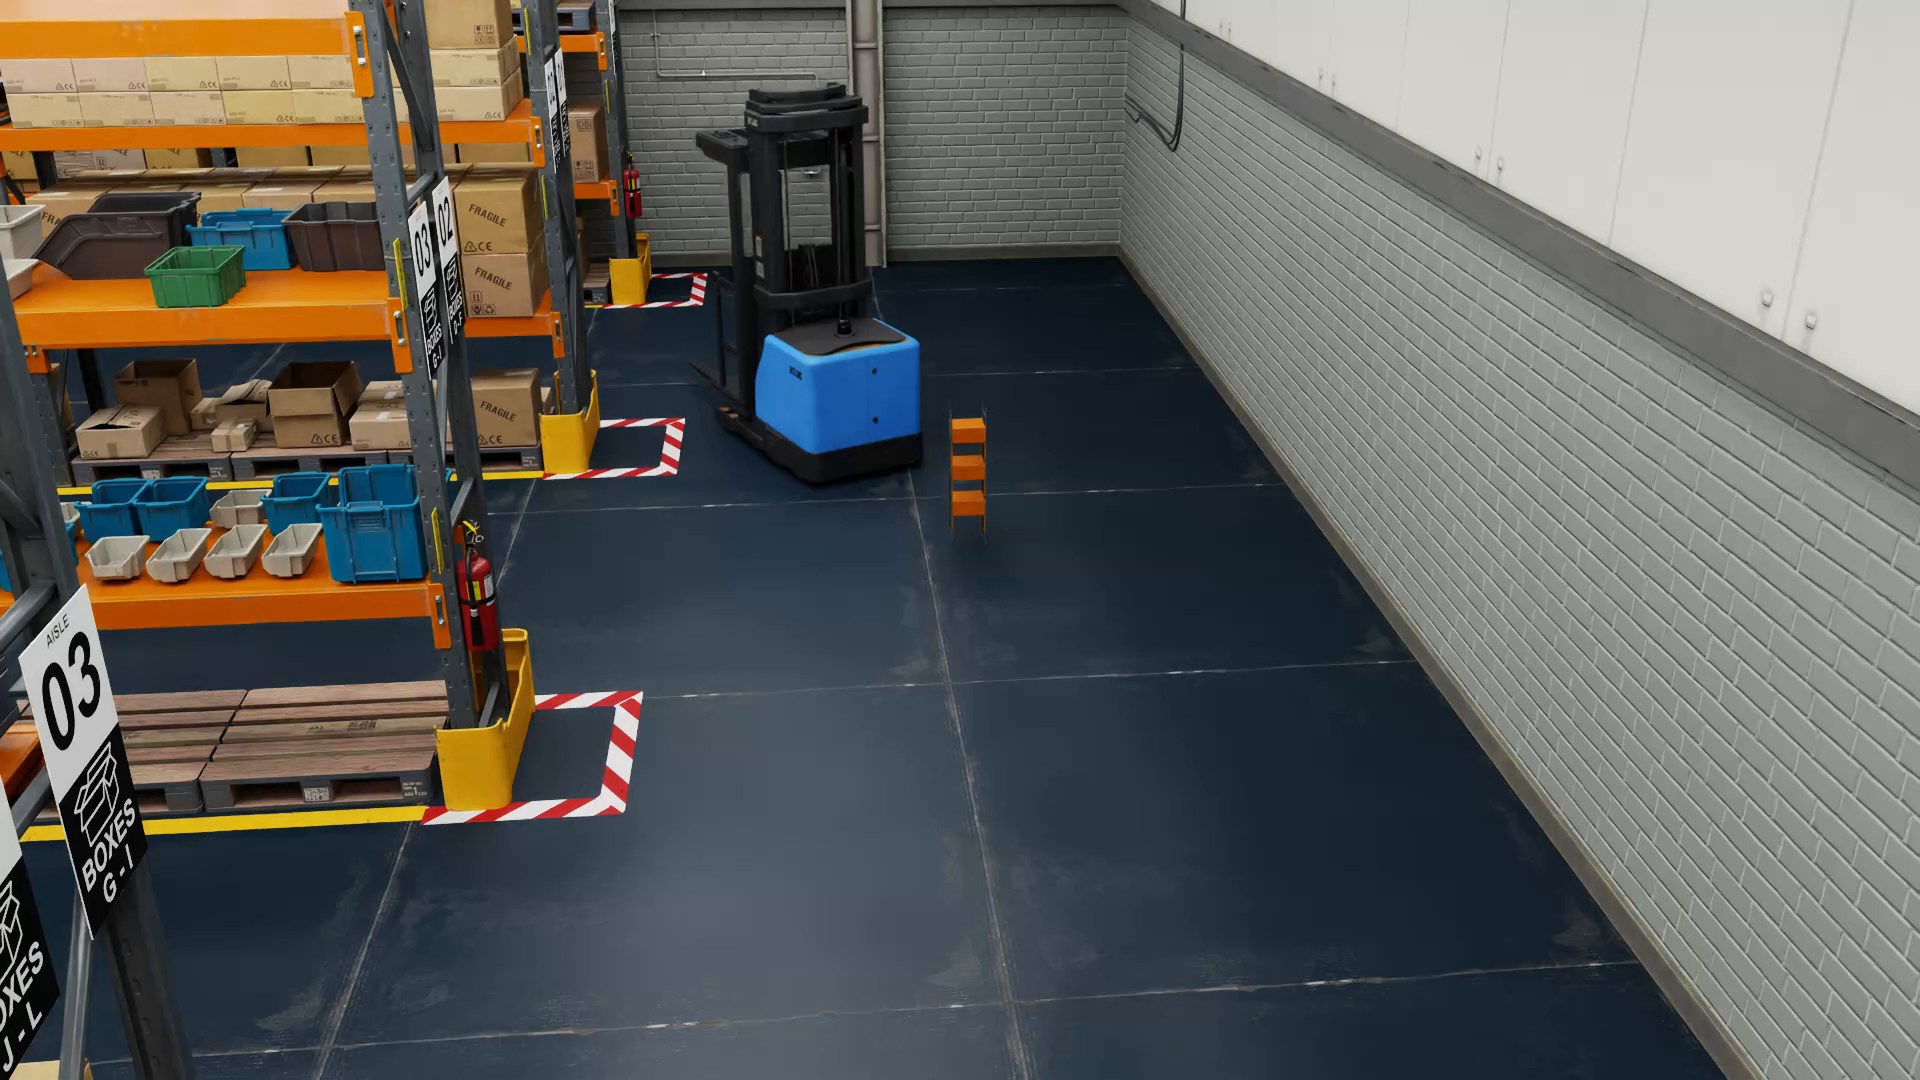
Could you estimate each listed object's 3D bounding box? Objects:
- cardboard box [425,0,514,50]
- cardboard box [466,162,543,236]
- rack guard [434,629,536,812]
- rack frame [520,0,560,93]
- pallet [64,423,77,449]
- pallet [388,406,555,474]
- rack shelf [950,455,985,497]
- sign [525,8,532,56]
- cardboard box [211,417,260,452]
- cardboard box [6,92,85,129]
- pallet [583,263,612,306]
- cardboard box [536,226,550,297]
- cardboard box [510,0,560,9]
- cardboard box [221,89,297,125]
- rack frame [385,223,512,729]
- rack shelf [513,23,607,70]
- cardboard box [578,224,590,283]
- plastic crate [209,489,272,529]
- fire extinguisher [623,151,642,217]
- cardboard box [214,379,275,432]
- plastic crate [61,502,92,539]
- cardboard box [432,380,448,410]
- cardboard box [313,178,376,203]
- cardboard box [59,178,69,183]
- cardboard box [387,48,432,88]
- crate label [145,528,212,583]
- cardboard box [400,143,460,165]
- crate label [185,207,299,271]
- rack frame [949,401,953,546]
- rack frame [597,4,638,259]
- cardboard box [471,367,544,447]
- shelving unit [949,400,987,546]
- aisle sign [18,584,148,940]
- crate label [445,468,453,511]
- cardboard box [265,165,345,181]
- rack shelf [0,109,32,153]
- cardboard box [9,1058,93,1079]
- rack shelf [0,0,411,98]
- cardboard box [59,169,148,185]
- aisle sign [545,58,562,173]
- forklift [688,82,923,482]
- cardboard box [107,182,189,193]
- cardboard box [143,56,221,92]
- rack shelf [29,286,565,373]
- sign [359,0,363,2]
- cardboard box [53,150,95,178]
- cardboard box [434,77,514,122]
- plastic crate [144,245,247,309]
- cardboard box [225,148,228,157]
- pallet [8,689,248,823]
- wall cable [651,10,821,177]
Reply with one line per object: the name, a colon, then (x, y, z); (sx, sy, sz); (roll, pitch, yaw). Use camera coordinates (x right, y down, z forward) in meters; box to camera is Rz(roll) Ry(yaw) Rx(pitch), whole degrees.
cardboard box: (-3.682, -3.991, 12.488); (0.500, 0.500, 0.700); (-2, 24, -5)
cardboard box: (-3.640, -2.736, 13.358); (0.500, 0.500, 0.500); (-2, 24, -4)
rack guard: (-2.667, 0.994, 9.398); (0.348, 0.500, 1.175); (-2, 24, -5)
rack frame: (-3.173, -4.886, 12.163); (0.127, 3.000, 1.000); (-2, 24, -5)
pallet: (-7.959, -0.663, 13.481); (1.213, 0.211, 1.003); (-2, 24, -5)
pallet: (-4.042, -0.835, 13.869); (1.213, 0.211, 1.003); (-2, 24, -5)
rack shelf: (0.053, -0.472, 12.046); (0.240, 0.259, 0.215); (-2, 24, -5)
sign: (-3.138, -3.695, 12.086); (0.005, 0.325, 0.100); (-2, 24, -5)
cardboard box: (-5.855, -0.859, 13.436); (0.250, 0.166, 0.380); (-2, 24, -5)
cardboard box: (-6.645, -3.206, 12.262); (0.500, 0.250, 0.500); (-2, 24, -5)
pallet: (-4.451, -2.809, 18.309); (1.213, 0.211, 1.003); (-2, 24, -5)
cardboard box: (-3.640, -2.279, 13.561); (0.500, 0.500, 0.500); (-2, 24, -4)
cardboard box: (-4.366, -5.550, 16.894); (0.500, 0.250, 0.500); (-2, 24, -4)
cardboard box: (-5.152, -3.265, 12.395); (0.500, 0.250, 0.500); (-2, 24, -5)
rack frame: (-2.690, -0.142, 8.877); (0.127, 3.000, 1.000); (-2, 24, -5)
rack shelf: (-5.654, -5.109, 17.243); (4.000, 0.370, 1.077); (-2, 24, -5)
cardboard box: (-4.350, -3.128, 18.154); (0.500, 0.500, 0.700); (-2, 24, -5)
plastic crate: (-3.970, -0.166, 9.181); (0.298, 0.136, 0.250); (-2, 24, -5)
fire extinguisher: (-3.468, -3.760, 17.571); (0.183, 0.674, 0.296); (-2, 24, -5)
cardboard box: (-5.868, -1.124, 13.855); (0.500, 0.311, 0.500); (-2, 24, -5)
plastic crate: (-4.967, -0.080, 8.988); (0.466, 0.136, 0.293); (-2, 24, -5)
cardboard box: (-4.239, -1.162, 14.015); (0.500, 0.250, 0.500); (-2, 24, -5)
cardboard box: (-4.607, -2.475, 12.771); (0.500, 0.500, 0.500); (-2, 24, -4)
cardboard box: (-9.221, -3.720, 17.212); (0.250, 0.149, 0.380); (-3, 24, -7)
cardboard box: (-4.157, -3.531, 12.378); (0.500, 0.250, 0.500); (-2, 24, -5)
crate label: (-4.048, 0.083, 8.620); (0.243, 0.136, 0.396); (-2, 24, -5)
cardboard box: (-5.652, -4.199, 17.634); (0.700, 0.700, 0.980); (-3, 24, -8)
crate label: (-3.640, -1.539, 8.509); (0.502, 0.251, 0.408); (-2, 24, -5)
rack frame: (-0.068, -0.477, 12.031); (0.008, 1.050, 0.200); (-2, 24, -5)
rack frame: (-3.663, -4.146, 17.886); (0.127, 3.000, 1.000); (-2, 24, -5)
cardboard box: (-3.690, -1.082, 13.527); (0.500, 0.500, 0.500); (-2, 24, -5)
shelving unit: (0.053, -0.482, 12.042); (0.252, 1.050, 0.215); (-2, 24, -5)
aisle sign: (-2.161, 0.548, 4.124); (0.004, 0.787, 0.394); (-2, 24, -5)
crate label: (-2.968, -0.216, 9.176); (0.303, 0.233, 0.416); (-2, 24, -5)
cardboard box: (-5.164, -2.673, 13.217); (0.500, 0.500, 0.500); (-3, 24, -6)
rack shelf: (-9.144, -2.947, 12.379); (4.000, 0.370, 1.077); (-2, 24, -5)
cardboard box: (-2.707, 1.703, 4.545); (0.500, 0.250, 0.500); (-3, 24, -7)
rack shelf: (-4.680, -2.292, 7.706); (4.000, 0.370, 1.077); (-2, 24, -5)
cardboard box: (-6.676, -2.612, 13.080); (0.500, 0.500, 0.500); (-2, 24, -5)
aisle sign: (-3.075, -3.211, 12.581); (0.004, 0.787, 0.394); (-2, 24, -5)
forklift: (-1.482, -2.351, 13.930); (1.130, 2.935, 3.031); (-13, 27, -28)
cardboard box: (-6.143, -2.413, 12.632); (0.500, 0.500, 0.500); (-3, 24, -7)
cardboard box: (-5.649, -3.470, 12.240); (0.500, 0.250, 0.500); (-2, 24, -5)
rack shelf: (-5.163, -1.736, 13.348); (4.000, 0.370, 1.077); (-2, 24, -5)
sign: (-2.619, -2.514, 7.225); (0.005, 0.325, 0.100); (-2, 24, -5)
cardboard box: (-9.086, -4.016, 17.079); (0.500, 0.500, 0.500); (-2, 24, -5)
cardboard box: (-3.658, -3.319, 12.517); (0.500, 0.250, 0.500); (-2, 24, -5)
plastic crate: (-3.643, -1.261, 7.962); (0.336, 0.188, 0.450); (-2, 24, -5)
cardboard box: (-8.127, -4.261, 17.630); (0.500, 0.500, 0.500); (-3, 24, -7)
pallet: (-4.725, 1.197, 9.298); (1.213, 0.211, 1.003); (-2, 24, -5)
wall cable: (-2.482, -5.044, 18.655); (1.851, 1.984, 0.084); (-2, 24, -5)
